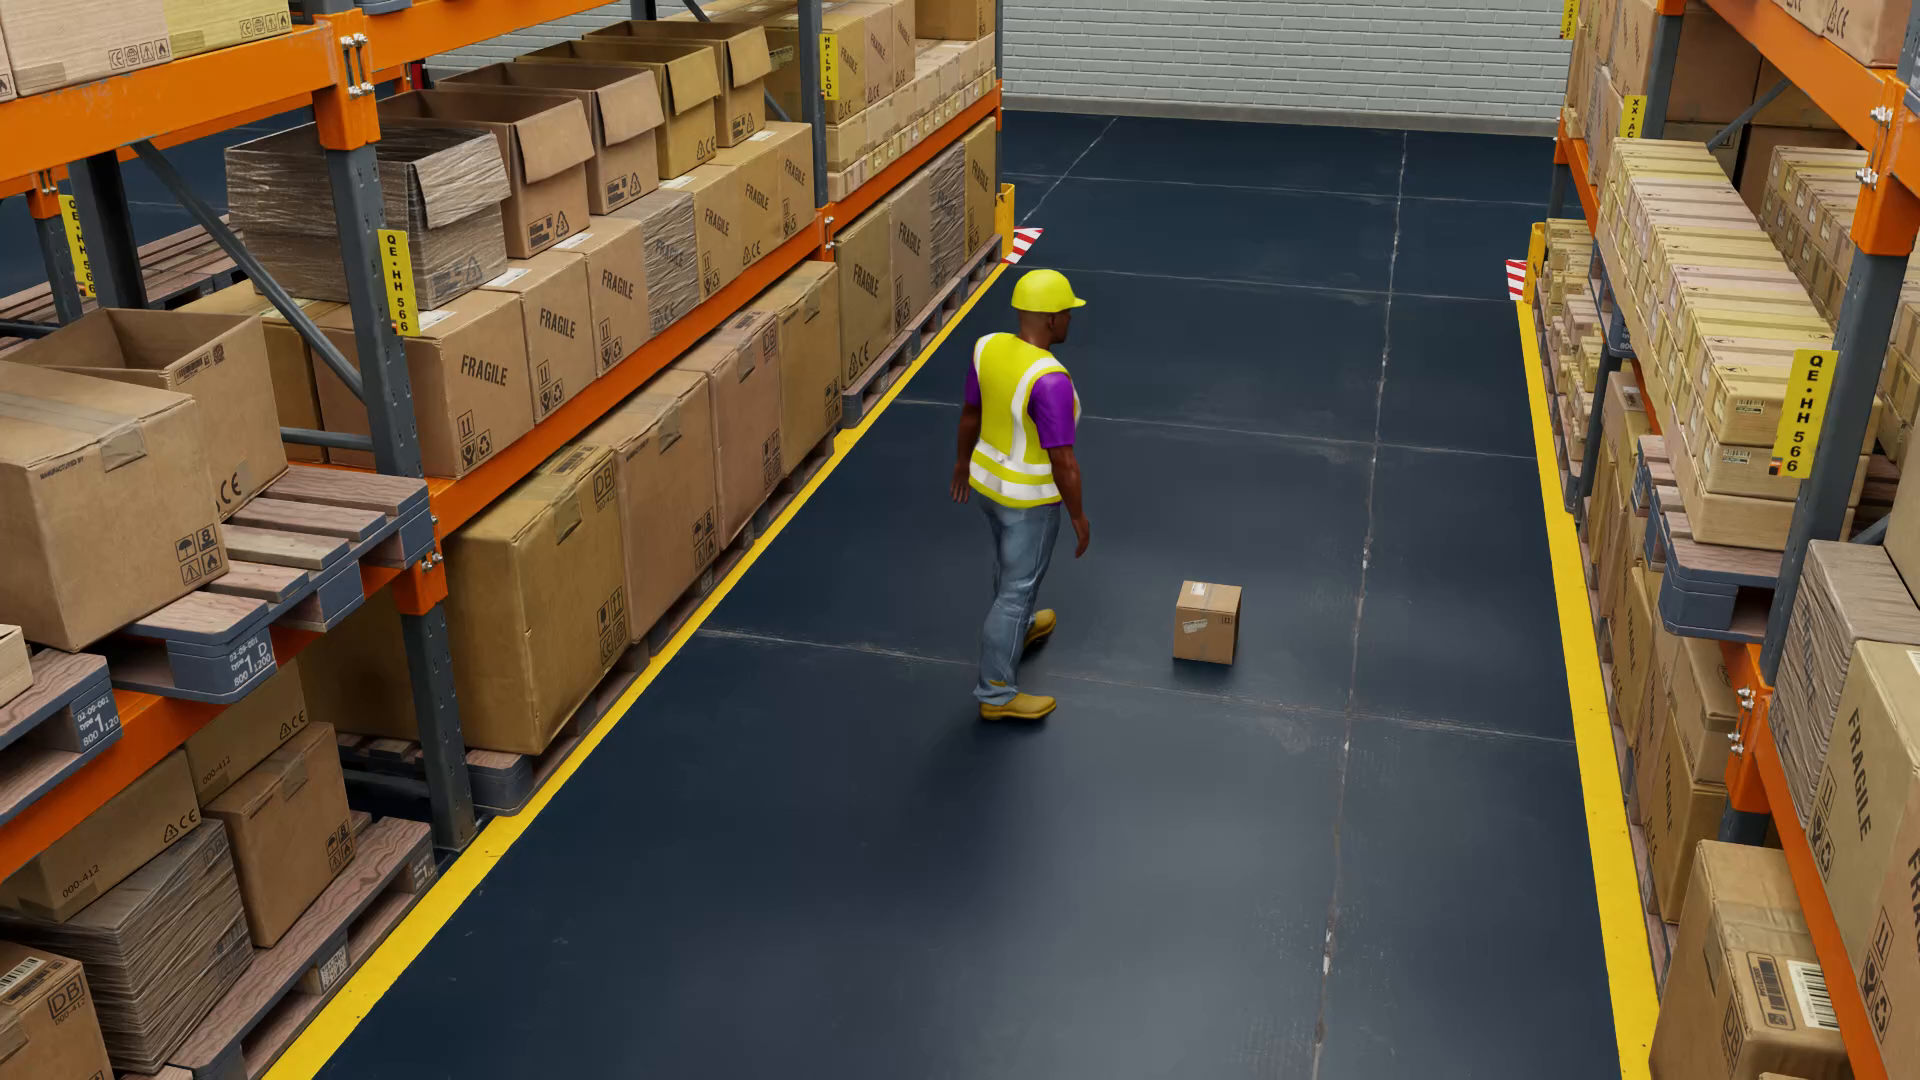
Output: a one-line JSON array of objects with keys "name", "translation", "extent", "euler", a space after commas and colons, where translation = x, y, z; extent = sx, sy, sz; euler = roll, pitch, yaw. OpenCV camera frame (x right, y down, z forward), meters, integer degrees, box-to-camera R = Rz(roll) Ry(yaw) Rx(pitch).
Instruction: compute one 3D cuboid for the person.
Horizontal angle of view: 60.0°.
[{"name": "person", "translation": [0.283, -0.216, 6.509], "extent": [0.692, 1.749, 0.732], "euler": [-15, 29, -28]}]
